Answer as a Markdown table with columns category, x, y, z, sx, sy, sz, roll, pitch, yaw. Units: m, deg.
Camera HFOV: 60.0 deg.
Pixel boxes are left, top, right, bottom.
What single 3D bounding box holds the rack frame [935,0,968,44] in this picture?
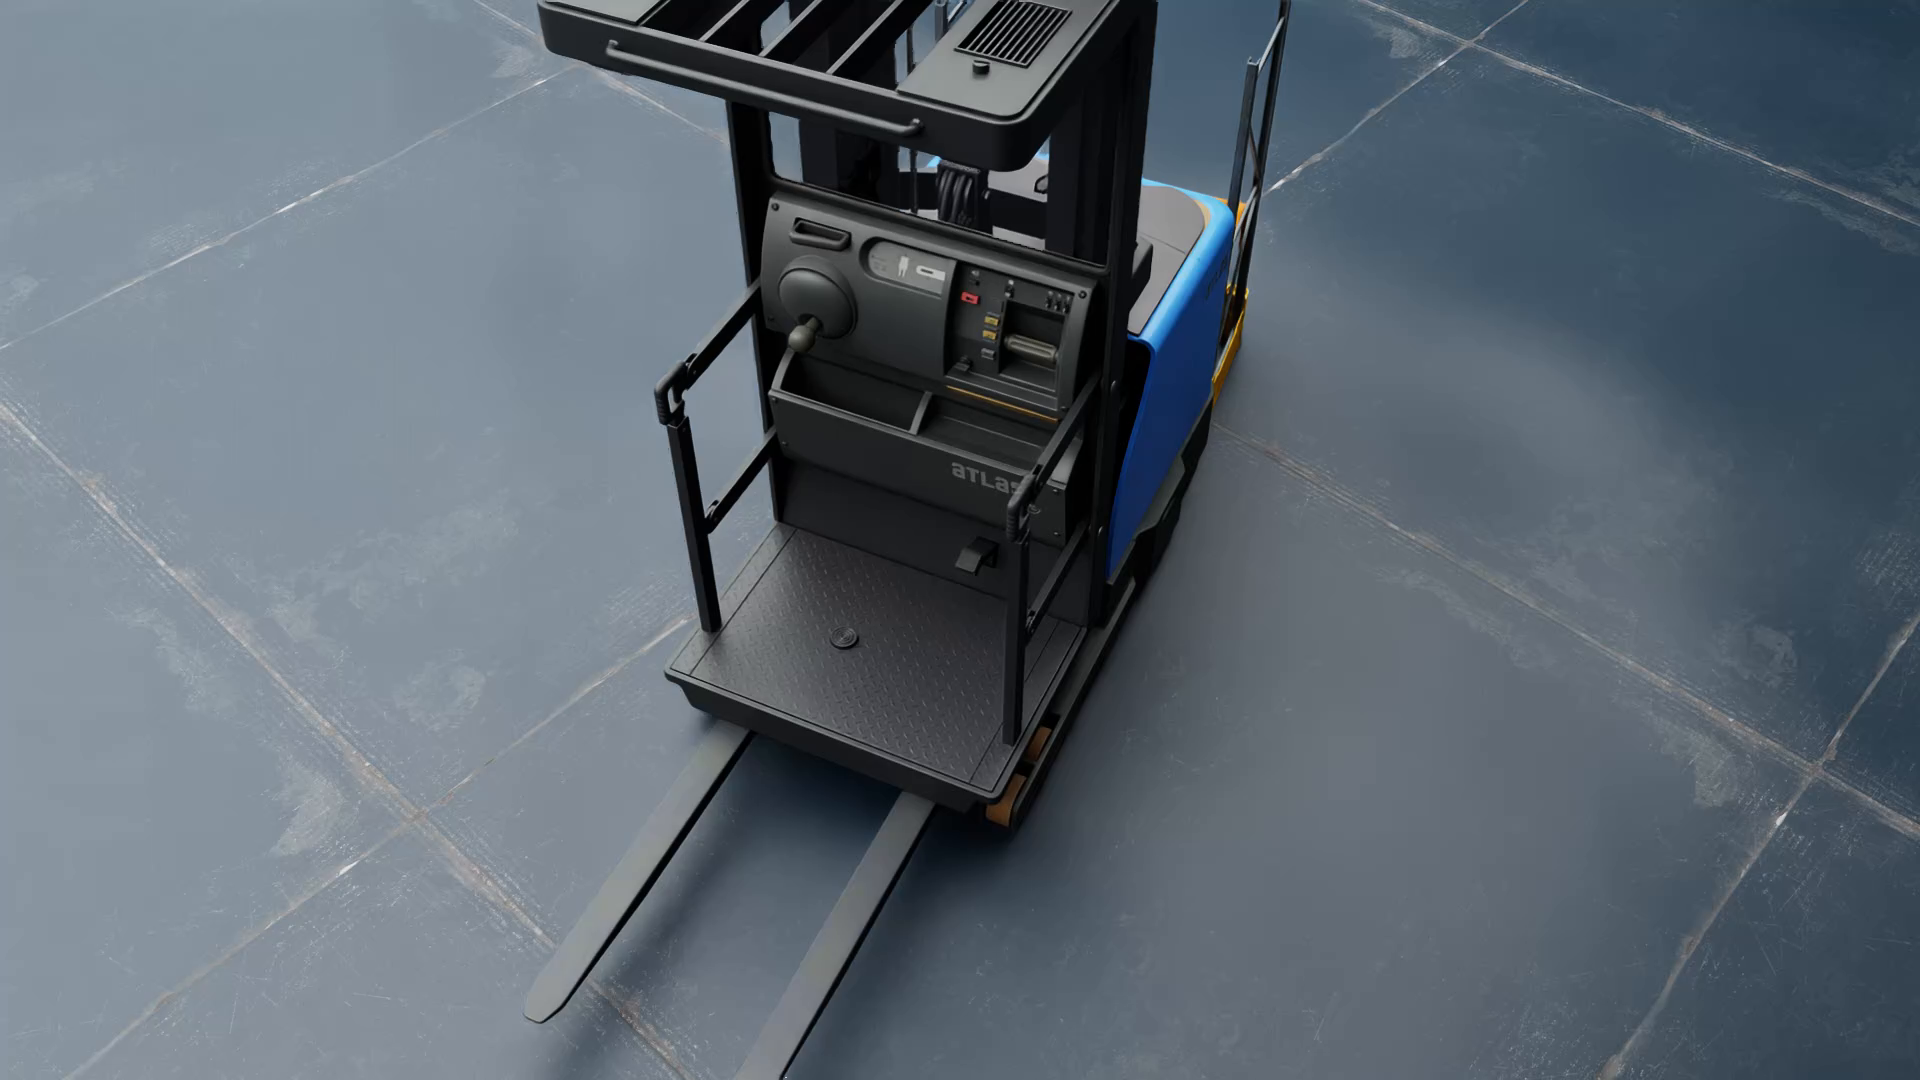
| category | x | y | z | sx | sy | sz | roll | pitch | yaw |
| --- | --- | --- | --- | --- | --- | --- | --- | --- | --- |
| rack frame | 0.022 | -1.363 | 6.001 | 0.032 | 1.500 | 0.500 | 15 | 49 | 14 |

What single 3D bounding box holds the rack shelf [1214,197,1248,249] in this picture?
| category | x | y | z | sx | sy | sz | roll | pitch | yaw |
| --- | --- | --- | --- | --- | --- | --- | --- | --- | --- |
| rack shelf | 0.498 | -1.109 | 6.009 | 1.000 | 0.185 | 0.538 | 15 | 49 | 14 |

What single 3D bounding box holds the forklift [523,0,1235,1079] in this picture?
| category | x | y | z | sx | sy | sz | roll | pitch | yaw |
| --- | --- | --- | --- | --- | --- | --- | --- | --- | --- |
| forklift | -0.190 | -0.522 | 4.230 | 1.130 | 2.935 | 3.031 | 19 | 50 | 17 |

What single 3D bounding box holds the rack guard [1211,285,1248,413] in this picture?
| category | x | y | z | sx | sy | sz | roll | pitch | yaw |
| --- | --- | --- | --- | --- | --- | --- | --- | --- | --- |
| rack guard | 0.956 | -0.679 | 6.216 | 0.087 | 0.250 | 0.587 | 15 | 49 | 14 |

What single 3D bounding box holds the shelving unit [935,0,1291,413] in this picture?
| category | x | y | z | sx | sy | sz | roll | pitch | yaw |
| --- | --- | --- | --- | --- | --- | --- | --- | --- | --- |
| shelving unit | 0.490 | -1.235 | 5.880 | 1.083 | 1.500 | 0.587 | 15 | 49 | 14 |

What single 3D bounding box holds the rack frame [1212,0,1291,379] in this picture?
| category | x | y | z | sx | sy | sz | roll | pitch | yaw |
| --- | --- | --- | --- | --- | --- | --- | --- | --- | --- |
| rack frame | 0.974 | -1.102 | 5.756 | 0.032 | 1.500 | 0.500 | 15 | 49 | 14 |
